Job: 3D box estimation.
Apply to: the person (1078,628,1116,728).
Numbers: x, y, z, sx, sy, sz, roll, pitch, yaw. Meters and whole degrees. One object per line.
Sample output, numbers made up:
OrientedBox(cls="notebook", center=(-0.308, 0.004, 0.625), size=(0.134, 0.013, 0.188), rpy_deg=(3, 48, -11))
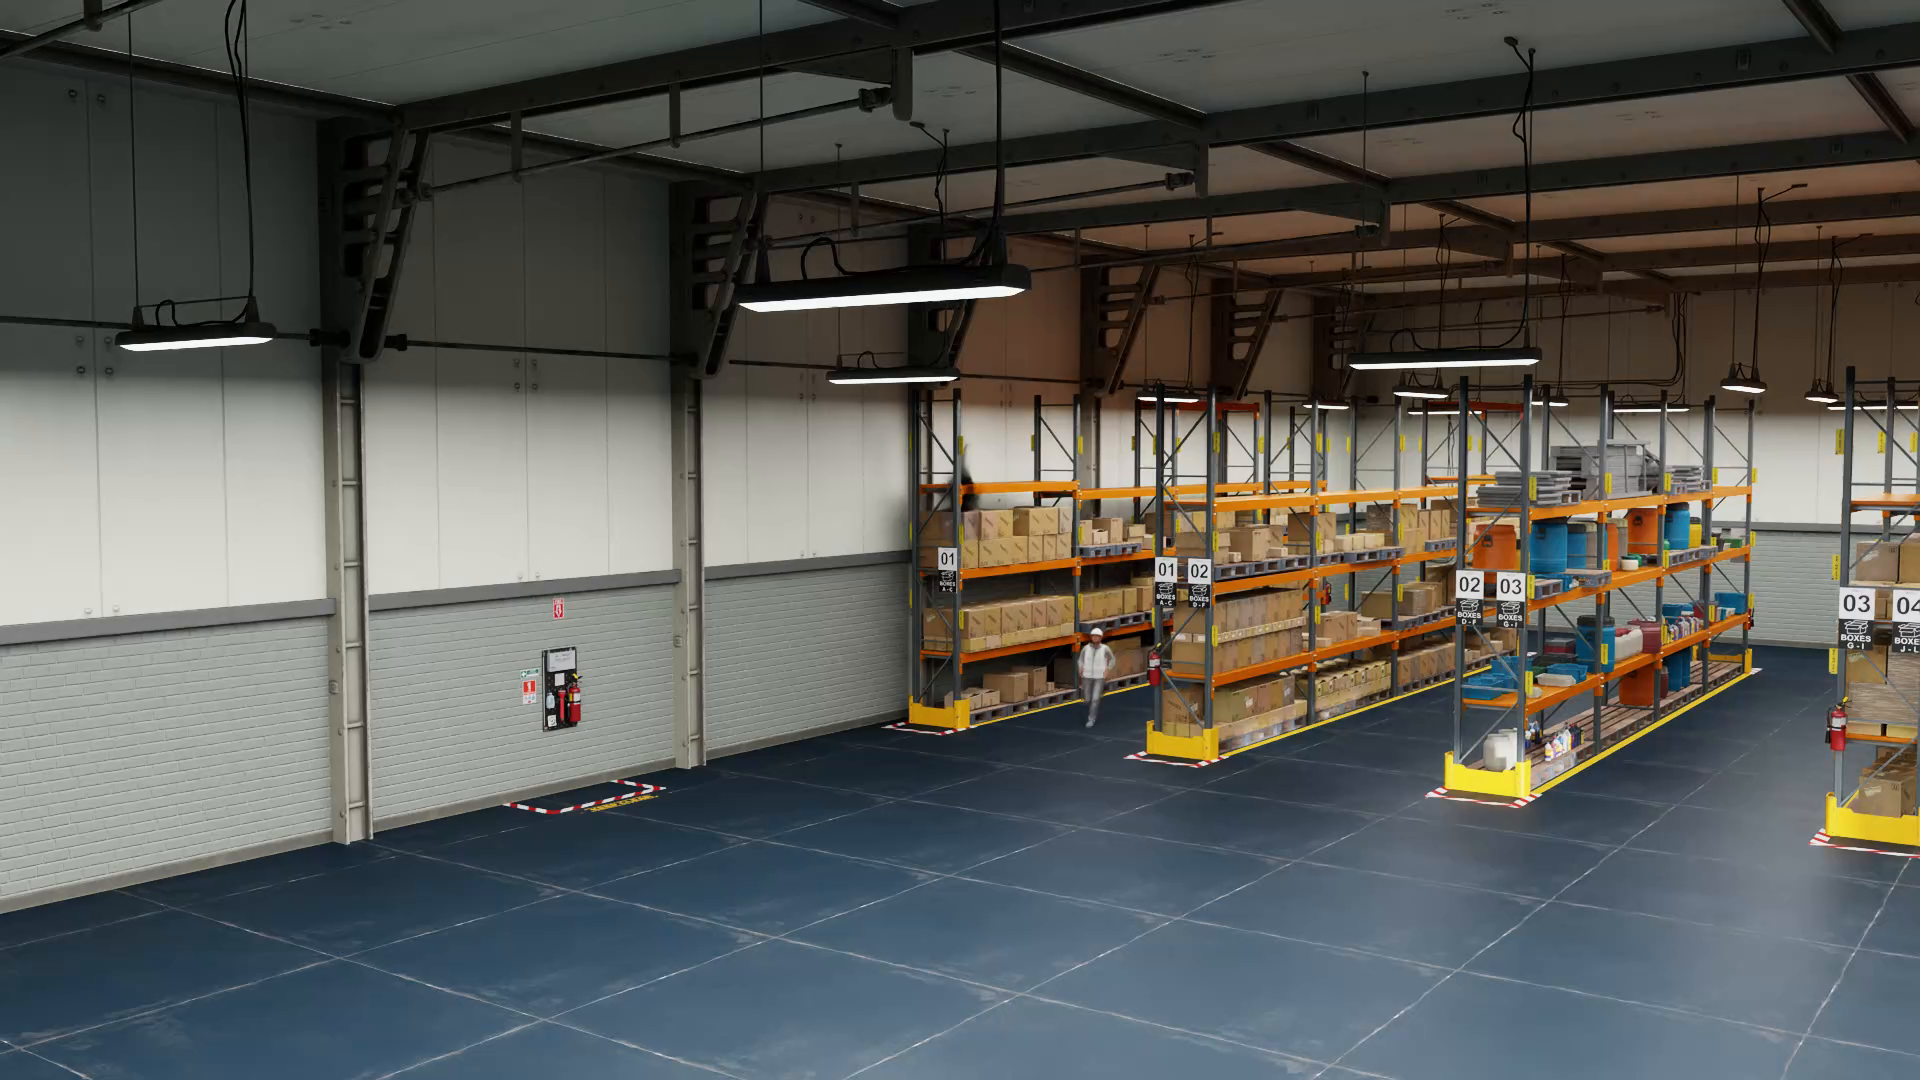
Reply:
OrientedBox(cls="person", center=(2.432, 2.451, 29.736), size=(0.683, 1.754, 0.824), rpy_deg=(1, 3, 18))
